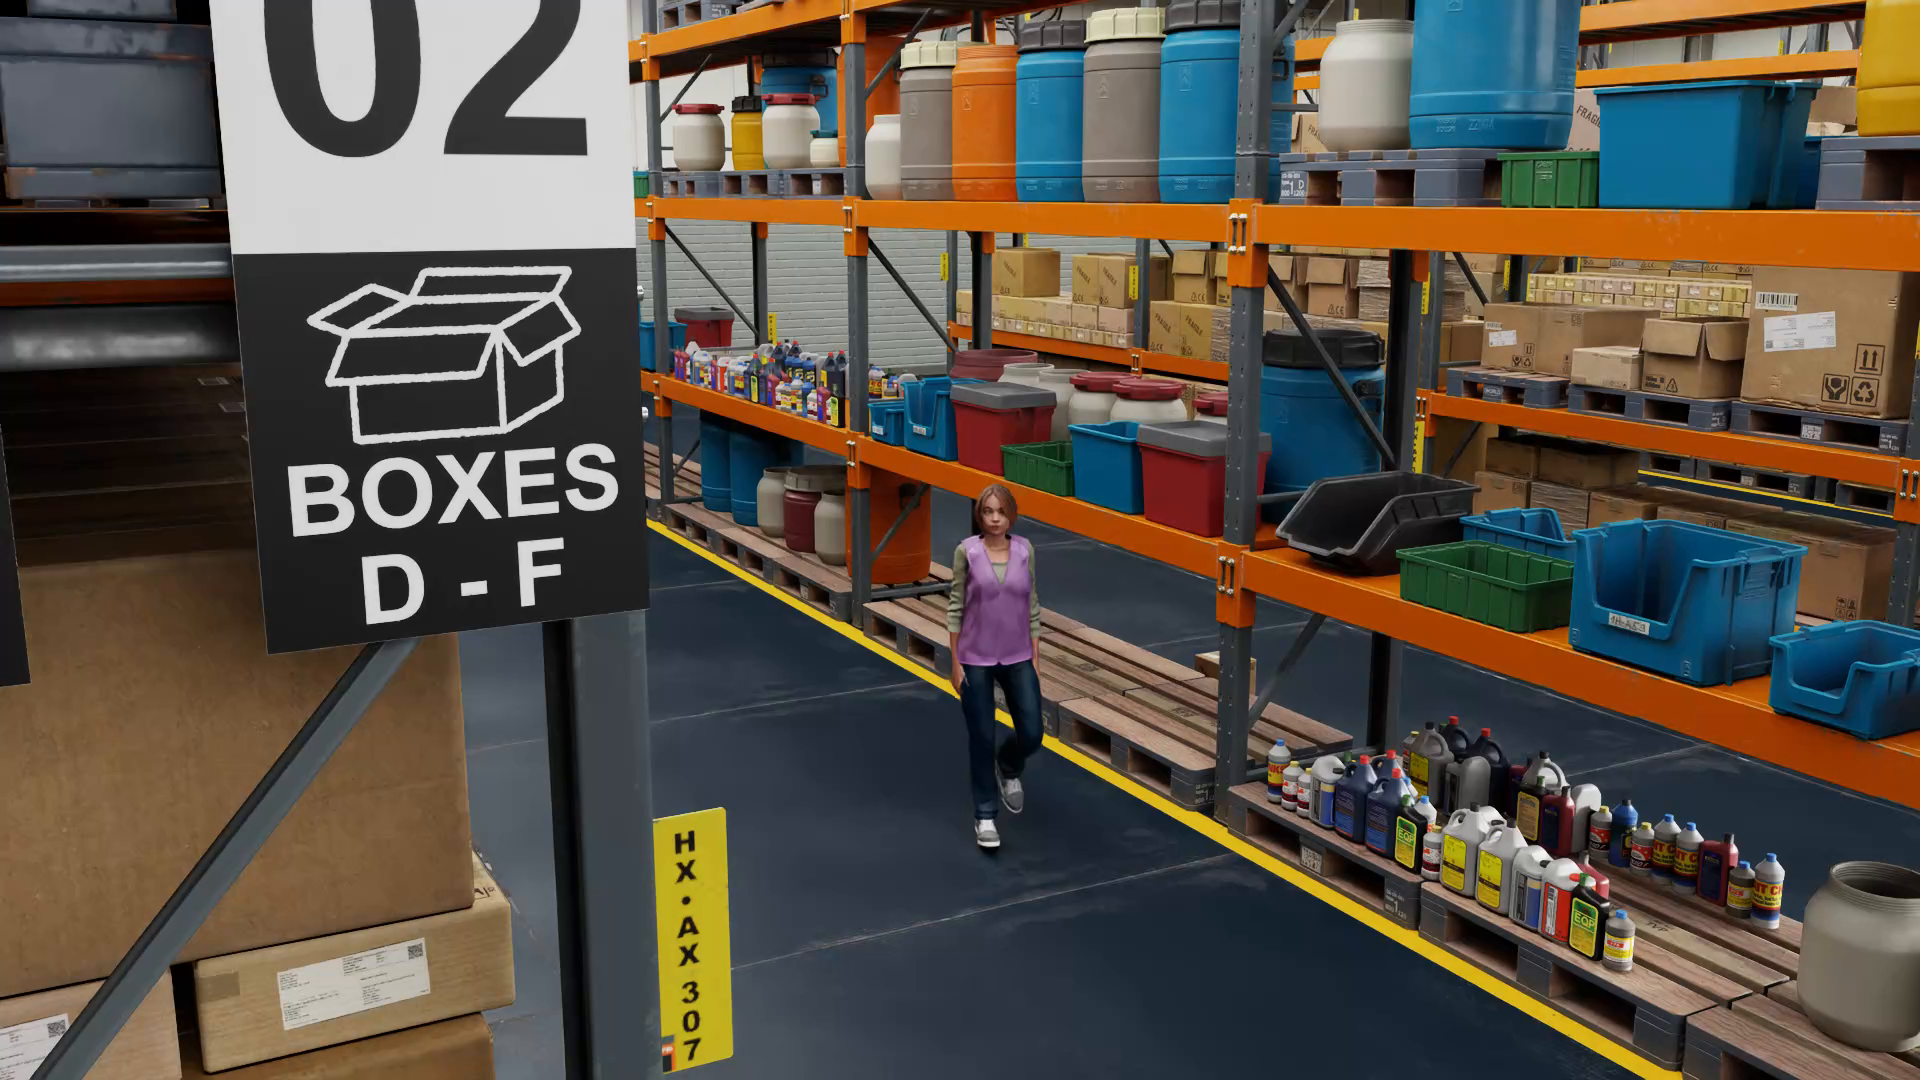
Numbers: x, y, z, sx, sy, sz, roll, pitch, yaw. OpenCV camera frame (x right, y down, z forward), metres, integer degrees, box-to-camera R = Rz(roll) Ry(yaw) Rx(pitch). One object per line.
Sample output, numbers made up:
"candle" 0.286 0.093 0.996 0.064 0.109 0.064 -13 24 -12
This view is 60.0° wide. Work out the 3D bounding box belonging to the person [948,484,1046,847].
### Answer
"person" 0.158 0.548 7.291 0.421 1.595 0.433 -2 12 -8
